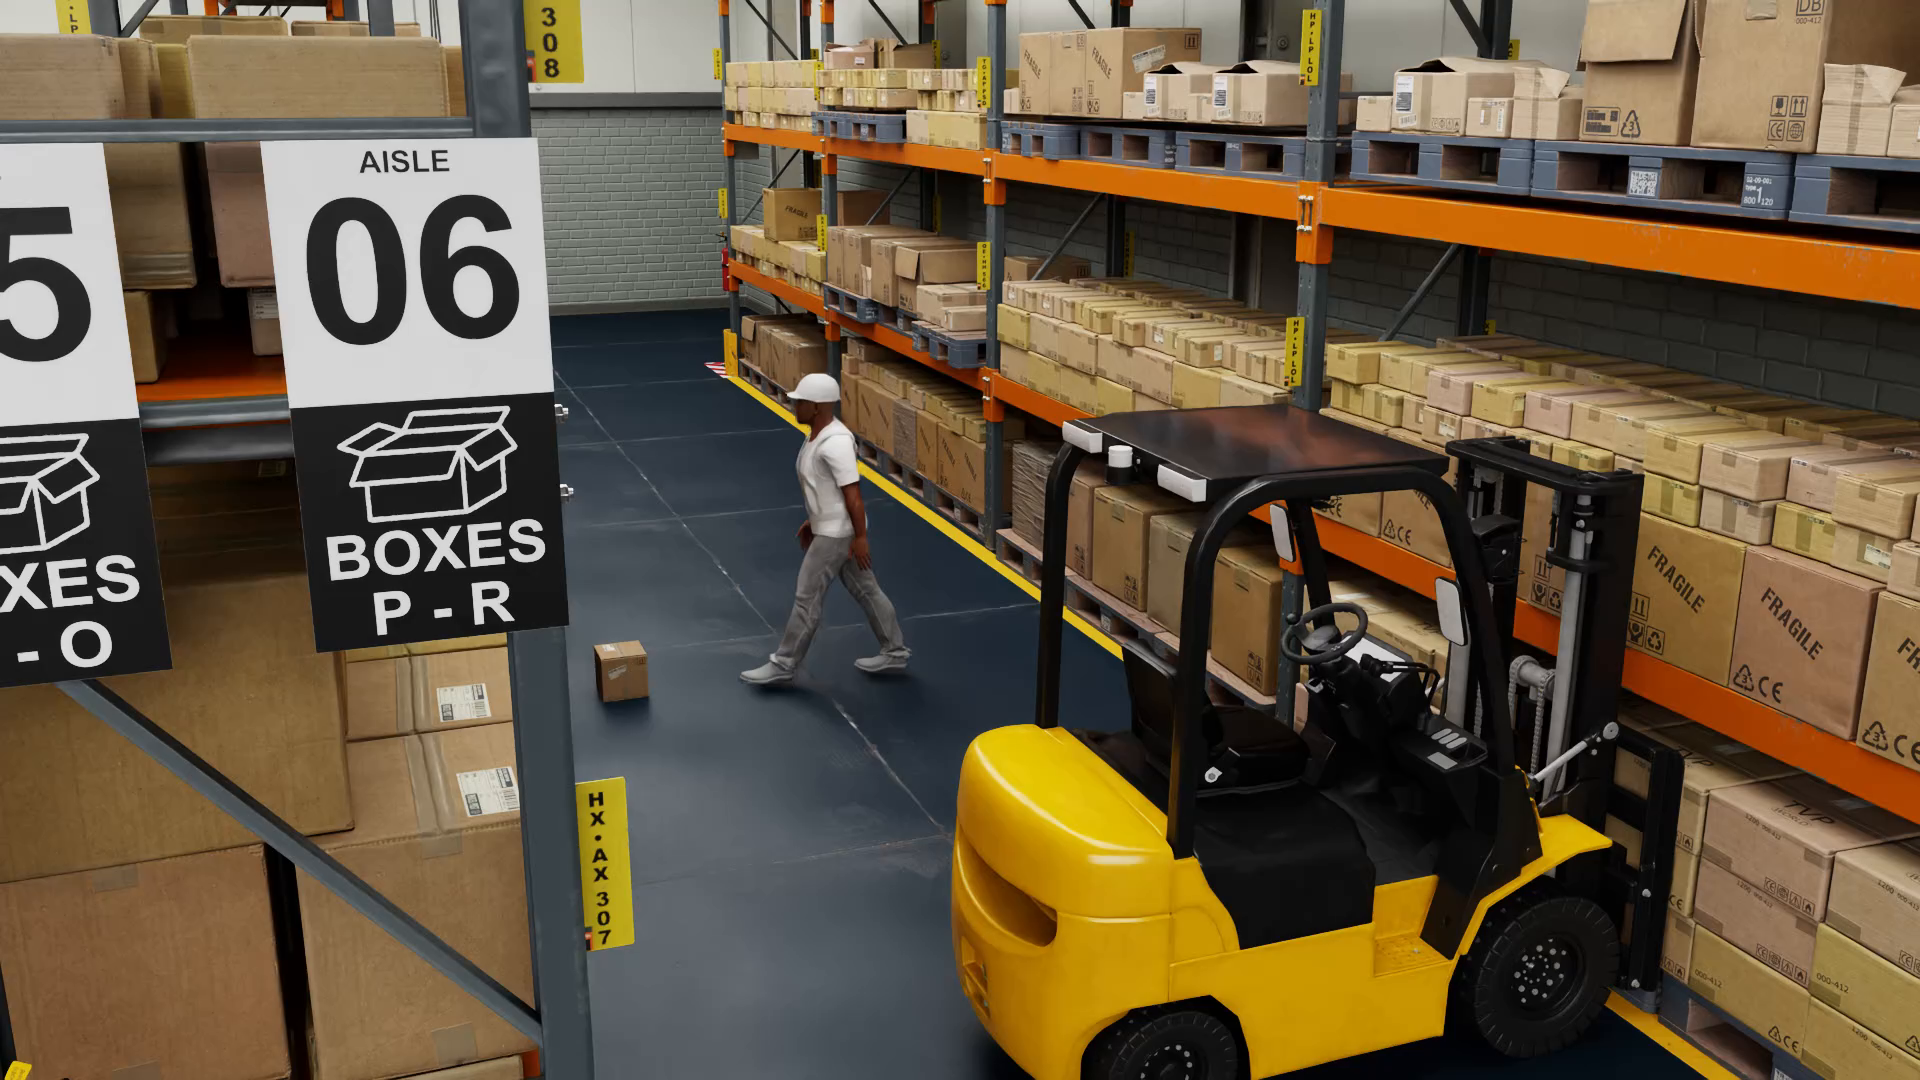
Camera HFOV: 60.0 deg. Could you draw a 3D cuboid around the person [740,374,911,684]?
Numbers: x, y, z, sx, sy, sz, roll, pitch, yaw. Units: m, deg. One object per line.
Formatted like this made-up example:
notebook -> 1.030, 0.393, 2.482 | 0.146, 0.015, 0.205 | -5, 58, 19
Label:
person -> -0.757, -0.076, 9.215 | 0.959, 1.706, 0.603 | -1, 16, -4
